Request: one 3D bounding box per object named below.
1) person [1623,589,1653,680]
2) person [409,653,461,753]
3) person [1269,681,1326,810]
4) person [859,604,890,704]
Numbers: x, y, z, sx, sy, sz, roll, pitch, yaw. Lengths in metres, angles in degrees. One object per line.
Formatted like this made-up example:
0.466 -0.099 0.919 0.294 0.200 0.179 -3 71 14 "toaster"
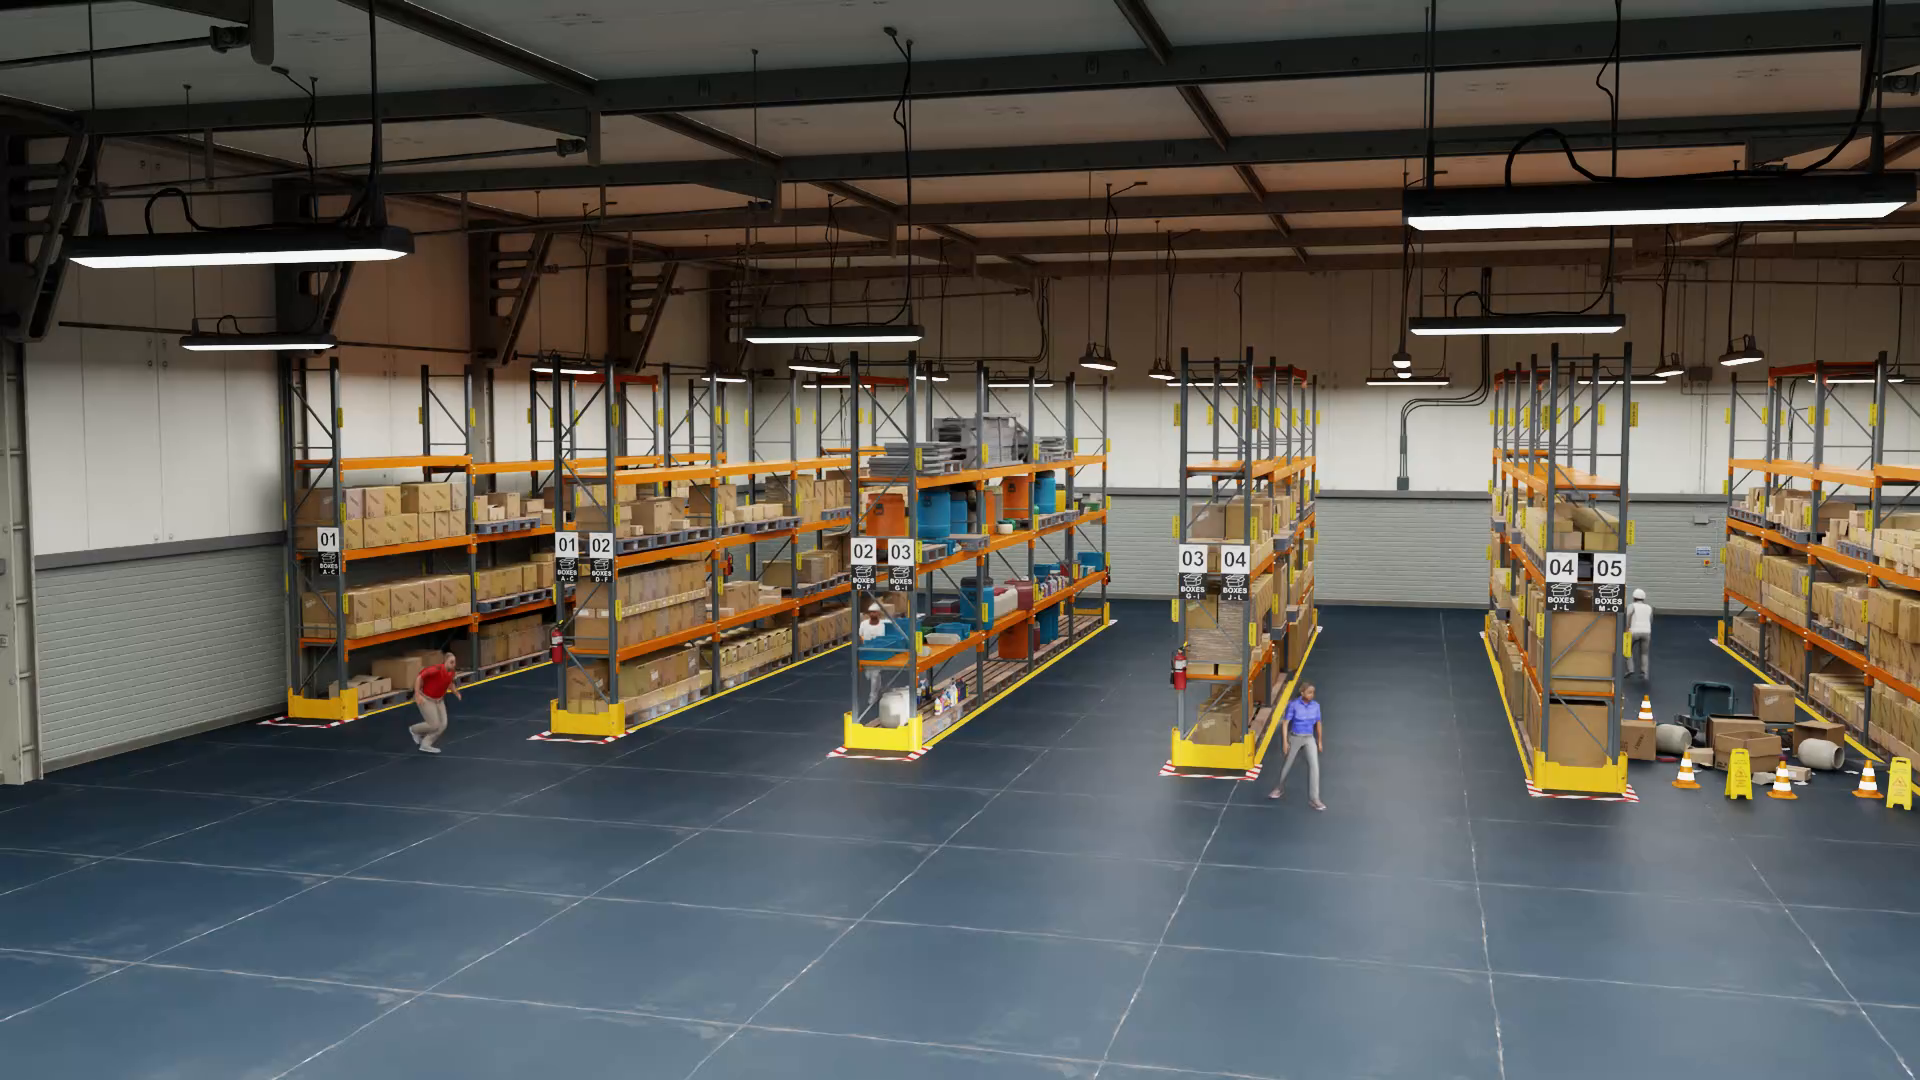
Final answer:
12.970 1.808 31.768 0.577 1.719 0.940 1 4 8 "person"
-7.854 2.428 24.746 0.853 1.540 0.690 2 5 24 "person"
4.406 2.618 21.553 0.627 1.612 0.871 -1 4 -8 "person"
-1.486 1.992 29.400 0.708 1.729 0.789 1 4 16 "person"
